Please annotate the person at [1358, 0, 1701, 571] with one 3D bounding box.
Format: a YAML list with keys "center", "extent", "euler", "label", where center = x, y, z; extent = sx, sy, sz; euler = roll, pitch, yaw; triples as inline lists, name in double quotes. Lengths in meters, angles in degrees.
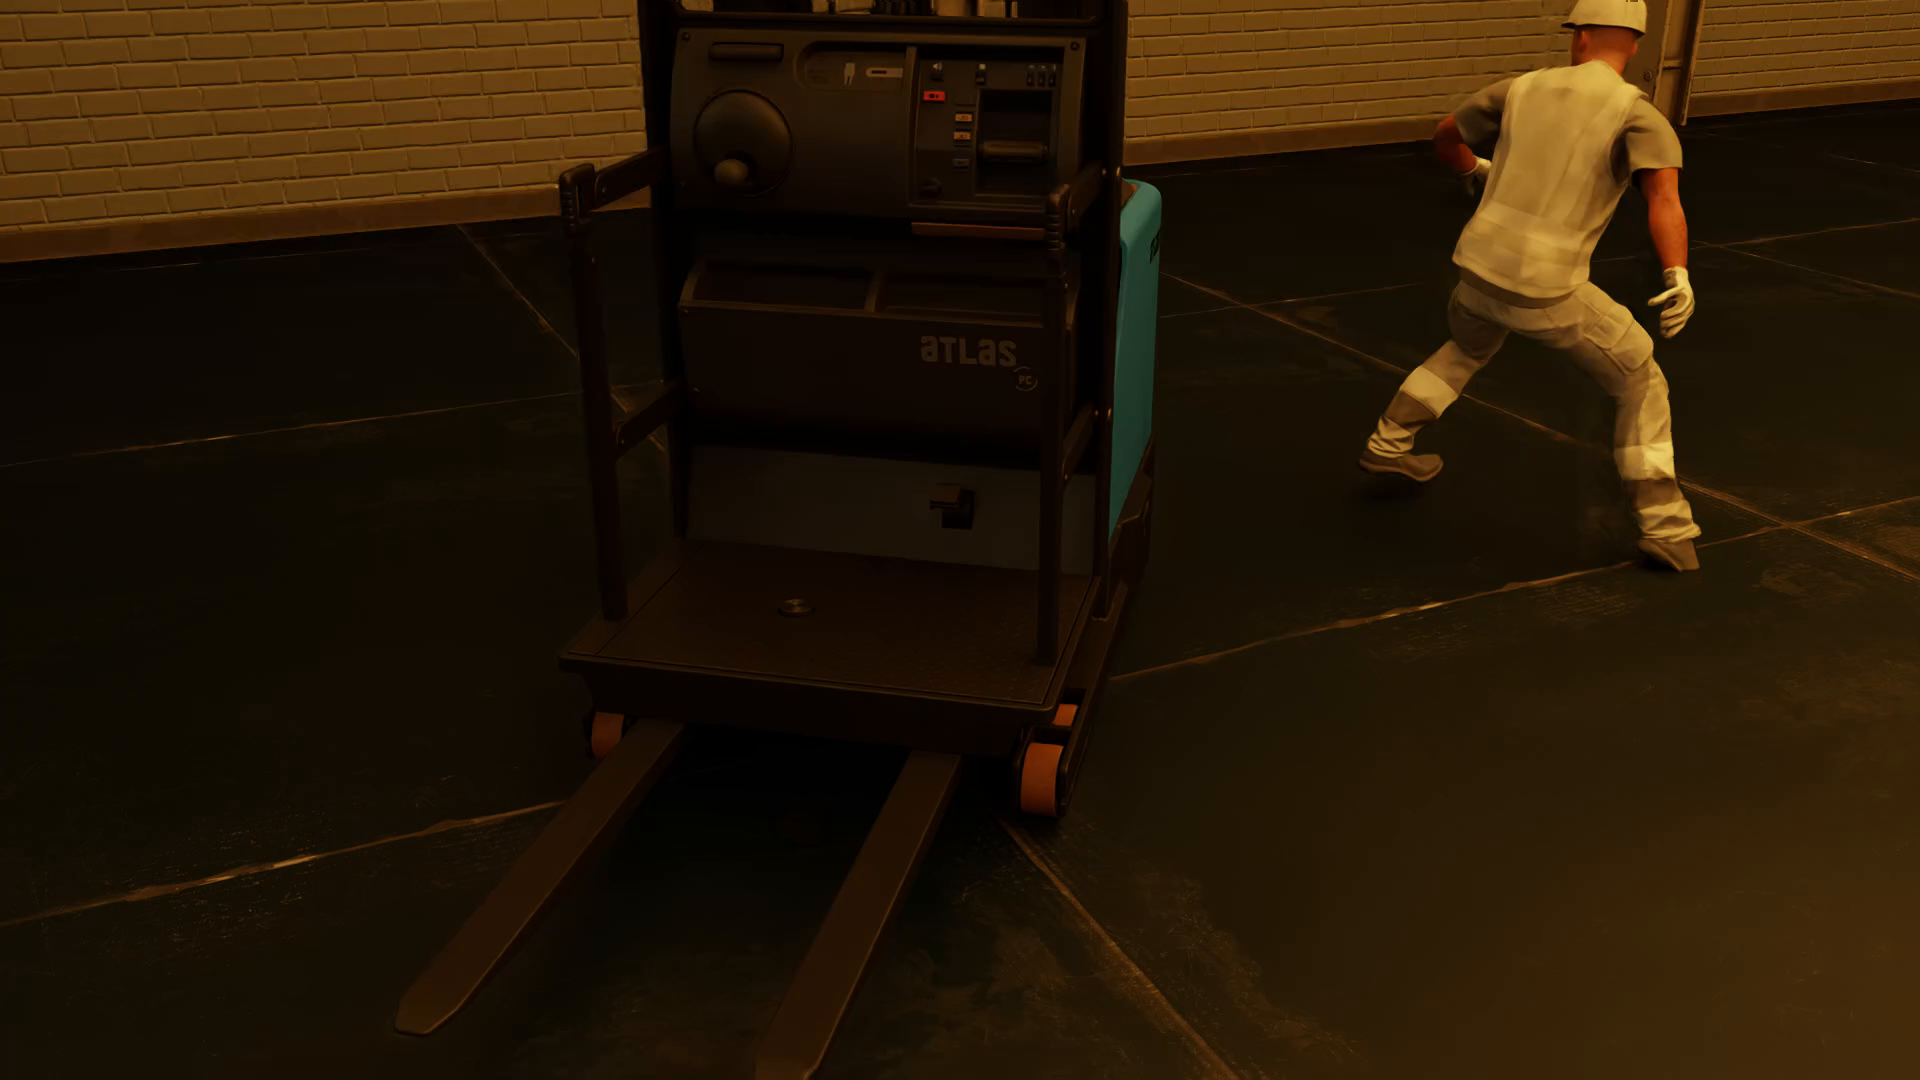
- center: [1.772, -0.733, 4.918]
  extent: [0.579, 1.732, 1.128]
  euler: [-14, 26, -30]
  label: "person"

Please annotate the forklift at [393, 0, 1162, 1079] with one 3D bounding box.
- center: [-0.236, -0.904, 3.463]
  extent: [1.130, 2.935, 3.031]
  euler: [5, 23, 12]
  label: "forklift"
